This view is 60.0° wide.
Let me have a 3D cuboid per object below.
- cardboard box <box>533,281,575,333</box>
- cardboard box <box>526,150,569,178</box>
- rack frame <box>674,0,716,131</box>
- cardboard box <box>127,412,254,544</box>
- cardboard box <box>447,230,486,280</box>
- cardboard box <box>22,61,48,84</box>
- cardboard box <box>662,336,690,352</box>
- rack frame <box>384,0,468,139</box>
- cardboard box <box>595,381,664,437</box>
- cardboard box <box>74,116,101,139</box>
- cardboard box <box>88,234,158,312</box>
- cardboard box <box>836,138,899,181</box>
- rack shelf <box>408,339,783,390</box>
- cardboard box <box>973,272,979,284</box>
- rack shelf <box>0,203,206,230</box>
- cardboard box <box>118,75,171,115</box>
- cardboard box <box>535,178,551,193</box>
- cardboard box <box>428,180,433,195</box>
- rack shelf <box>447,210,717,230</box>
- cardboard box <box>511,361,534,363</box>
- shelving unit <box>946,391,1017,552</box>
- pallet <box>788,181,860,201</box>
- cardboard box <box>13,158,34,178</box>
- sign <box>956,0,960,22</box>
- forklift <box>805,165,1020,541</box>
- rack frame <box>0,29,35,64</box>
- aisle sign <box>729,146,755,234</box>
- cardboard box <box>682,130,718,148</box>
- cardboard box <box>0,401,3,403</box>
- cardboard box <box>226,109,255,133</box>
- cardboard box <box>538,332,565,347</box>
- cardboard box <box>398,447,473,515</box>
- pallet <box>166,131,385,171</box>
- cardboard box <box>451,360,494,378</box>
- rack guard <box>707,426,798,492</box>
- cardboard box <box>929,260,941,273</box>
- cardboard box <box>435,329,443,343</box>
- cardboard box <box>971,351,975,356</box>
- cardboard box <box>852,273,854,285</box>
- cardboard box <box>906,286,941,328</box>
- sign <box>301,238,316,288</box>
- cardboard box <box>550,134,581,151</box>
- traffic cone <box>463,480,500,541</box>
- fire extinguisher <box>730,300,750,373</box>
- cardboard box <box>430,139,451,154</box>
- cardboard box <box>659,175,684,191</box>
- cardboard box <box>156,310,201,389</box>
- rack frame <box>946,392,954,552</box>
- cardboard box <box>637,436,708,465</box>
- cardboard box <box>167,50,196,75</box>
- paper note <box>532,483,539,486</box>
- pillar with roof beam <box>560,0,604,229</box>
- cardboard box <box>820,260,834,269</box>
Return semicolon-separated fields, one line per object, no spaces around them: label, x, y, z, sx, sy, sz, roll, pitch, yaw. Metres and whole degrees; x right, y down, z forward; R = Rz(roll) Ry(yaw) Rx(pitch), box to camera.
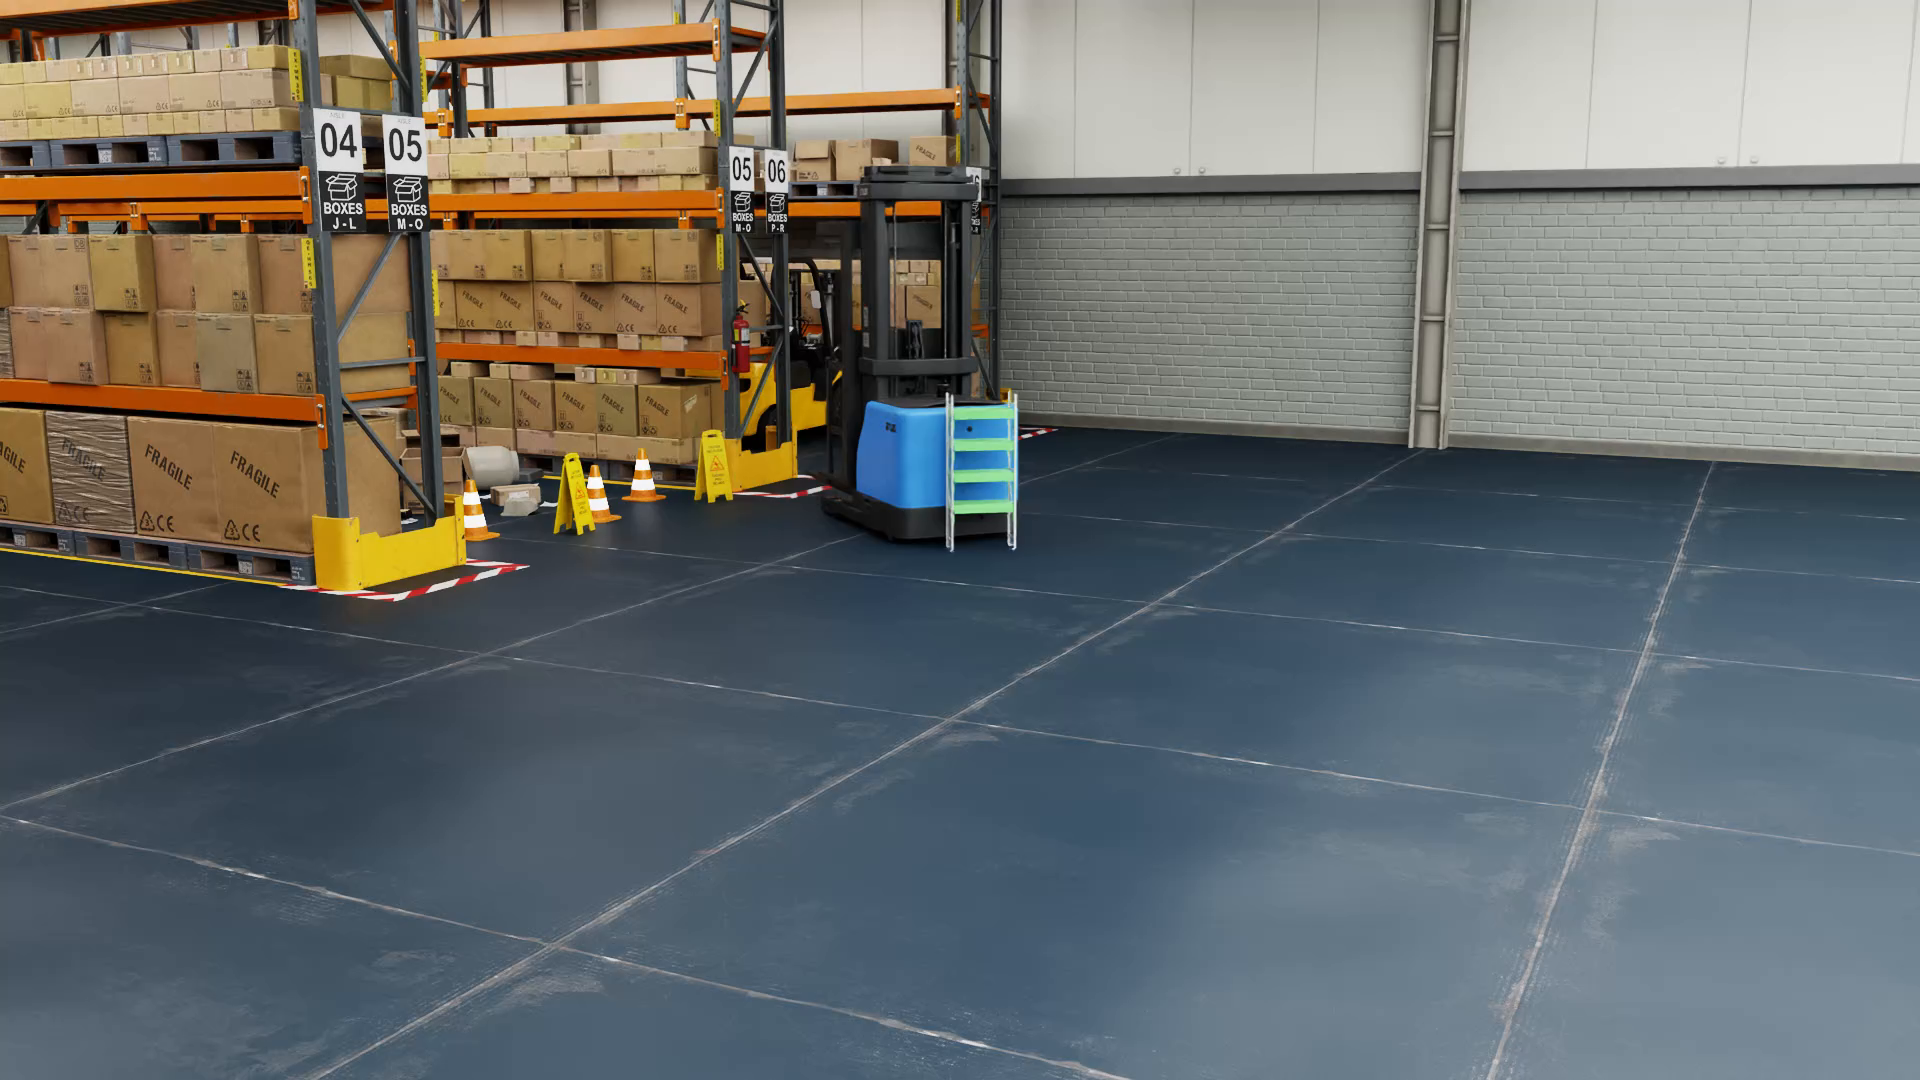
cardboard box;-3.906;-2.346;16.657;0.500;0.500;0.500;5;11;26
cardboard box;-3.907;-3.694;16.383;0.500;0.250;0.500;5;11;26
rack frame;-3.351;-6.089;21.608;0.127;3.000;1.000;5;11;26
cardboard box;-5.484;-0.503;12.376;0.875;0.875;0.875;5;11;25
cardboard box;-4.797;-2.919;17.011;0.500;0.500;0.700;5;11;26
cardboard box;-6.553;-3.383;12.085;0.250;0.149;0.380;5;11;26
cardboard box;-2.663;-1.903;16.027;0.250;0.149;0.380;5;11;25
rack frame;-5.544;-5.296;17.226;0.127;3.000;1.000;5;11;26
cardboard box;-3.261;-1.314;16.502;0.500;0.500;0.500;6;12;28
cardboard box;-6.104;-2.951;11.936;0.250;0.149;0.380;5;11;27
cardboard box;-5.881;-1.986;12.330;0.500;0.550;0.875;5;11;26
cardboard box;-1.143;-4.696;20.590;0.500;0.500;0.700;5;11;26
rack shelf;-3.751;-1.833;16.953;4.000;0.370;1.077;5;11;26
cardboard box;0.046;-3.259;20.710;0.250;0.149;0.380;5;11;24
rack shelf;-10.925;-3.939;20.169;4.000;0.370;1.077;5;11;26
cardboard box;-5.517;-3.108;11.684;0.500;0.250;0.500;5;11;25
cardboard box;-3.988;-3.511;16.490;0.250;0.149;0.380;5;11;26
cardboard box;-5.371;-3.632;17.159;0.250;0.149;0.380;5;11;25
rack shelf;-5.145;-4.417;22.810;4.000;0.370;1.077;5;11;26
cardboard box;-5.796;-2.389;23.496;0.625;0.625;0.875;5;12;28
shelving unit;0.161;-0.526;12.770;0.503;1.200;0.258;-2;10;-11
pallet;-1.485;-4.410;21.002;1.213;0.211;1.003;5;11;26
cardboard box;-10.840;-4.484;19.700;0.500;0.500;0.500;5;11;26
sign;-0.017;-6.187;19.303;0.005;0.325;0.100;5;11;26
forklift;-0.560;-1.655;14.144;1.130;2.935;3.031;-4;11;-22
rack frame;-7.644;-4.498;12.814;0.127;3.000;1.000;5;11;26
aisle sign;-2.030;-3.257;15.504;0.004;0.787;0.394;5;11;26
cardboard box;-2.391;-3.753;15.589;0.250;0.149;0.380;5;11;26
cardboard box;-12.127;-2.100;21.196;0.875;0.875;0.875;5;12;28
cardboard box;-4.731;-2.831;11.271;0.250;0.149;0.380;5;11;26
cardboard box;-4.022;-2.027;16.712;0.250;0.149;0.380;5;11;26
cardboard box;-4.653;-0.535;14.771;0.637;0.503;0.797;-2;11;-14
pallet;-4.727;-2.720;11.661;1.213;0.211;1.003;5;11;26
cardboard box;-5.049;-1.777;17.240;0.250;0.149;0.380;5;11;27
rack guard;-2.025;-0.805;16.274;0.348;0.500;1.175;5;11;26
cardboard box;-0.179;-3.331;20.277;0.250;0.149;0.380;5;11;26
cardboard box;-5.404;-2.145;17.362;0.250;0.149;0.380;5;11;26
cardboard box;-0.112;-2.236;20.895;0.500;0.250;0.500;5;11;25
cardboard box;-1.360;-3.270;20.774;0.250;0.149;0.380;5;11;26
cardboard box;-0.322;-2.868;20.374;0.500;0.500;0.500;5;11;25
sign;-4.309;-1.831;11.009;0.005;0.325;0.100;5;11;26
cardboard box;-3.781;-3.869;16.227;0.250;0.149;0.380;5;12;27
traffic cone;-3.905;-0.251;13.317;0.334;0.463;0.336;5;11;26
fire extinguisher;-2.058;-1.908;15.569;0.183;0.674;0.296;5;11;26
cardboard box;-5.160;-3.996;16.932;0.250;0.149;0.380;5;12;28
cardboard box;-2.638;-3.379;15.762;0.250;0.149;0.380;5;11;26
cardboard box;-5.359;-1.430;12.289;0.550;0.550;0.875;5;11;26
rack frame;-0.079;-0.518;12.724;0.015;1.200;0.240;-2;10;-11
cardboard box;-2.823;-0.905;16.351;0.500;0.250;0.500;5;11;26
cardboard box;-5.195;-3.264;11.424;0.250;0.149;0.380;5;12;27
paper note;-4.173;-0.537;16.113;0.148;0.019;0.142;1;10;6
pillar with roof beam;-7.275;-5.758;19.778;0.400;9.000;9.100;5;11;26
cardboard box;-1.557;-3.451;20.940;0.250;0.149;0.380;5;11;27
